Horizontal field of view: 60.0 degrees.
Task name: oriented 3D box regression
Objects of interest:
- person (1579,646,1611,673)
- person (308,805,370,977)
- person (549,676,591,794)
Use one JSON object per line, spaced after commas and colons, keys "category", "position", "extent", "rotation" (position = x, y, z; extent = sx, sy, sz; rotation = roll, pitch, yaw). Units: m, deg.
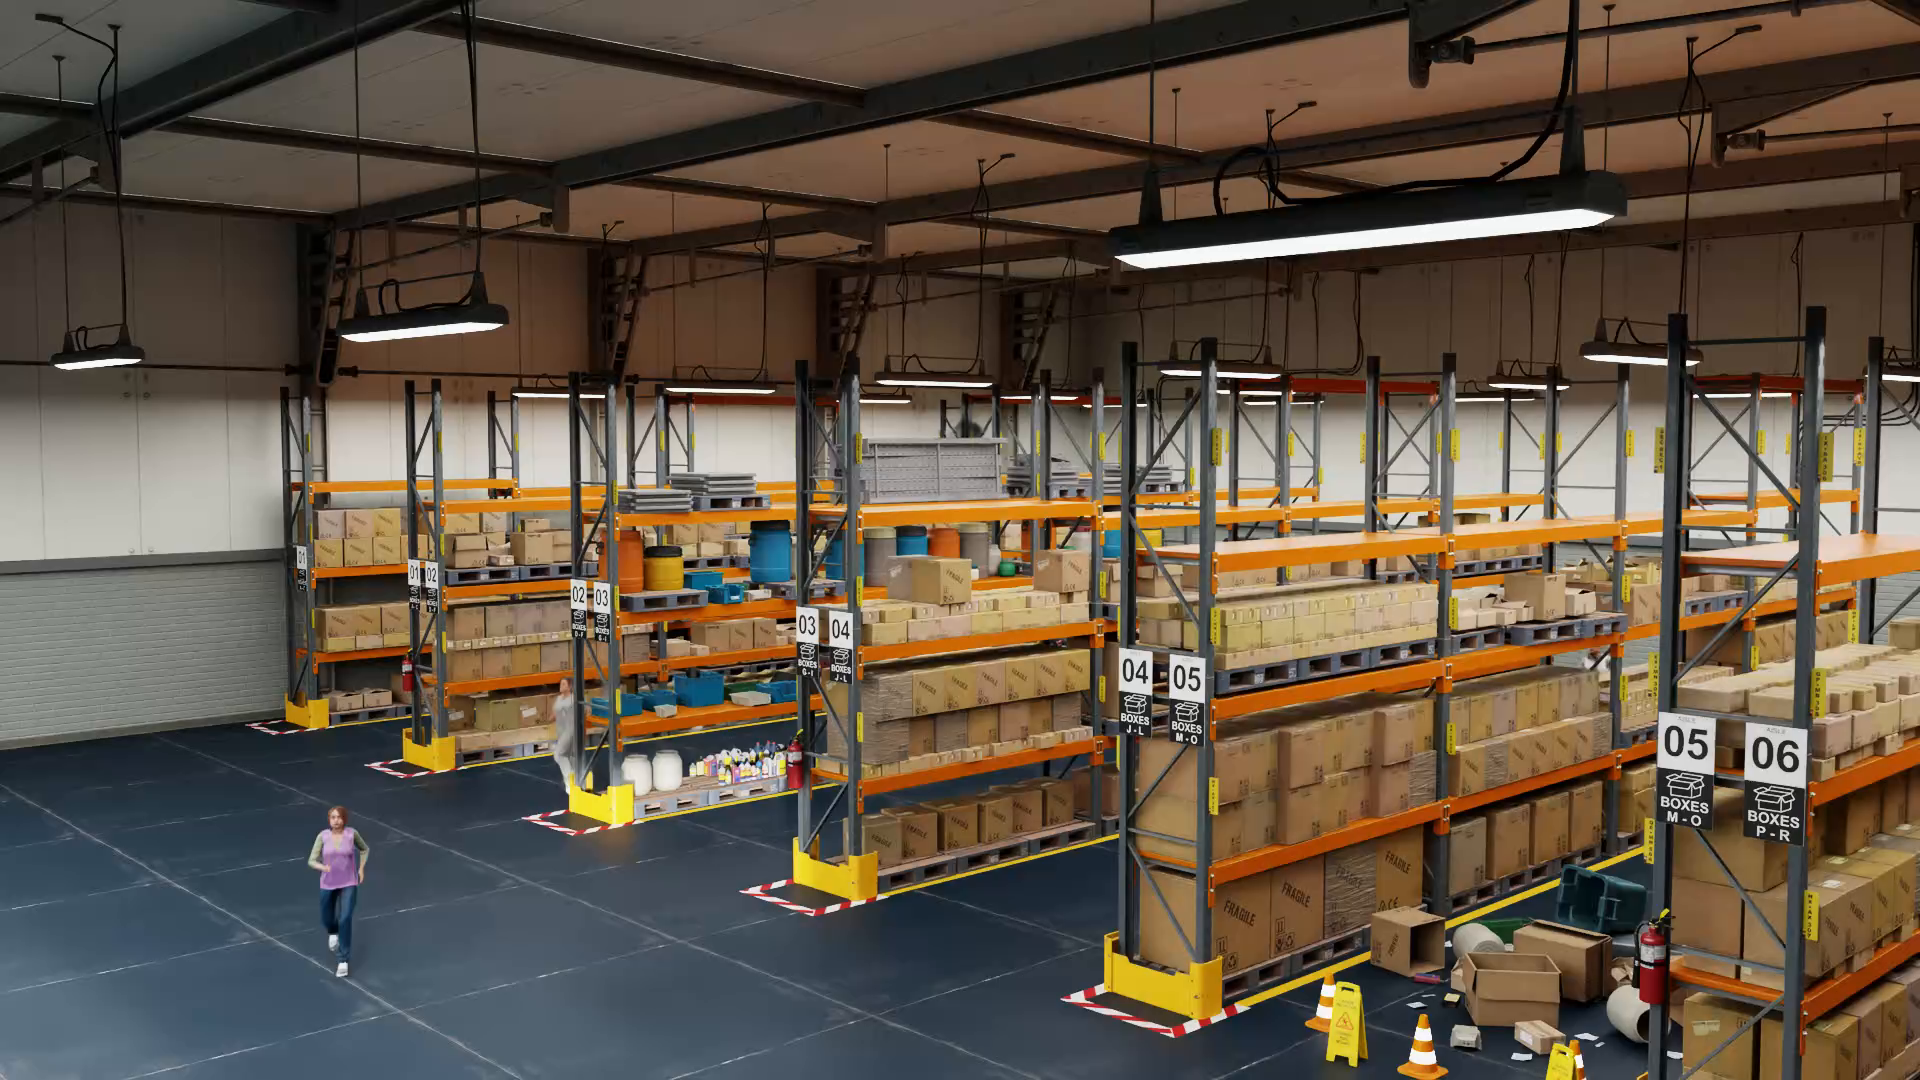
{"category": "person", "position": [10.695, 2.509, 27.948], "extent": [0.669, 1.716, 0.603], "rotation": [3, 5, 40]}
{"category": "person", "position": [-6.000, 3.344, 16.079], "extent": [0.552, 1.574, 0.819], "rotation": [-1, 4, -16]}
{"category": "person", "position": [-5.657, 2.808, 23.996], "extent": [0.548, 1.673, 0.669], "rotation": [3, 5, 37]}
